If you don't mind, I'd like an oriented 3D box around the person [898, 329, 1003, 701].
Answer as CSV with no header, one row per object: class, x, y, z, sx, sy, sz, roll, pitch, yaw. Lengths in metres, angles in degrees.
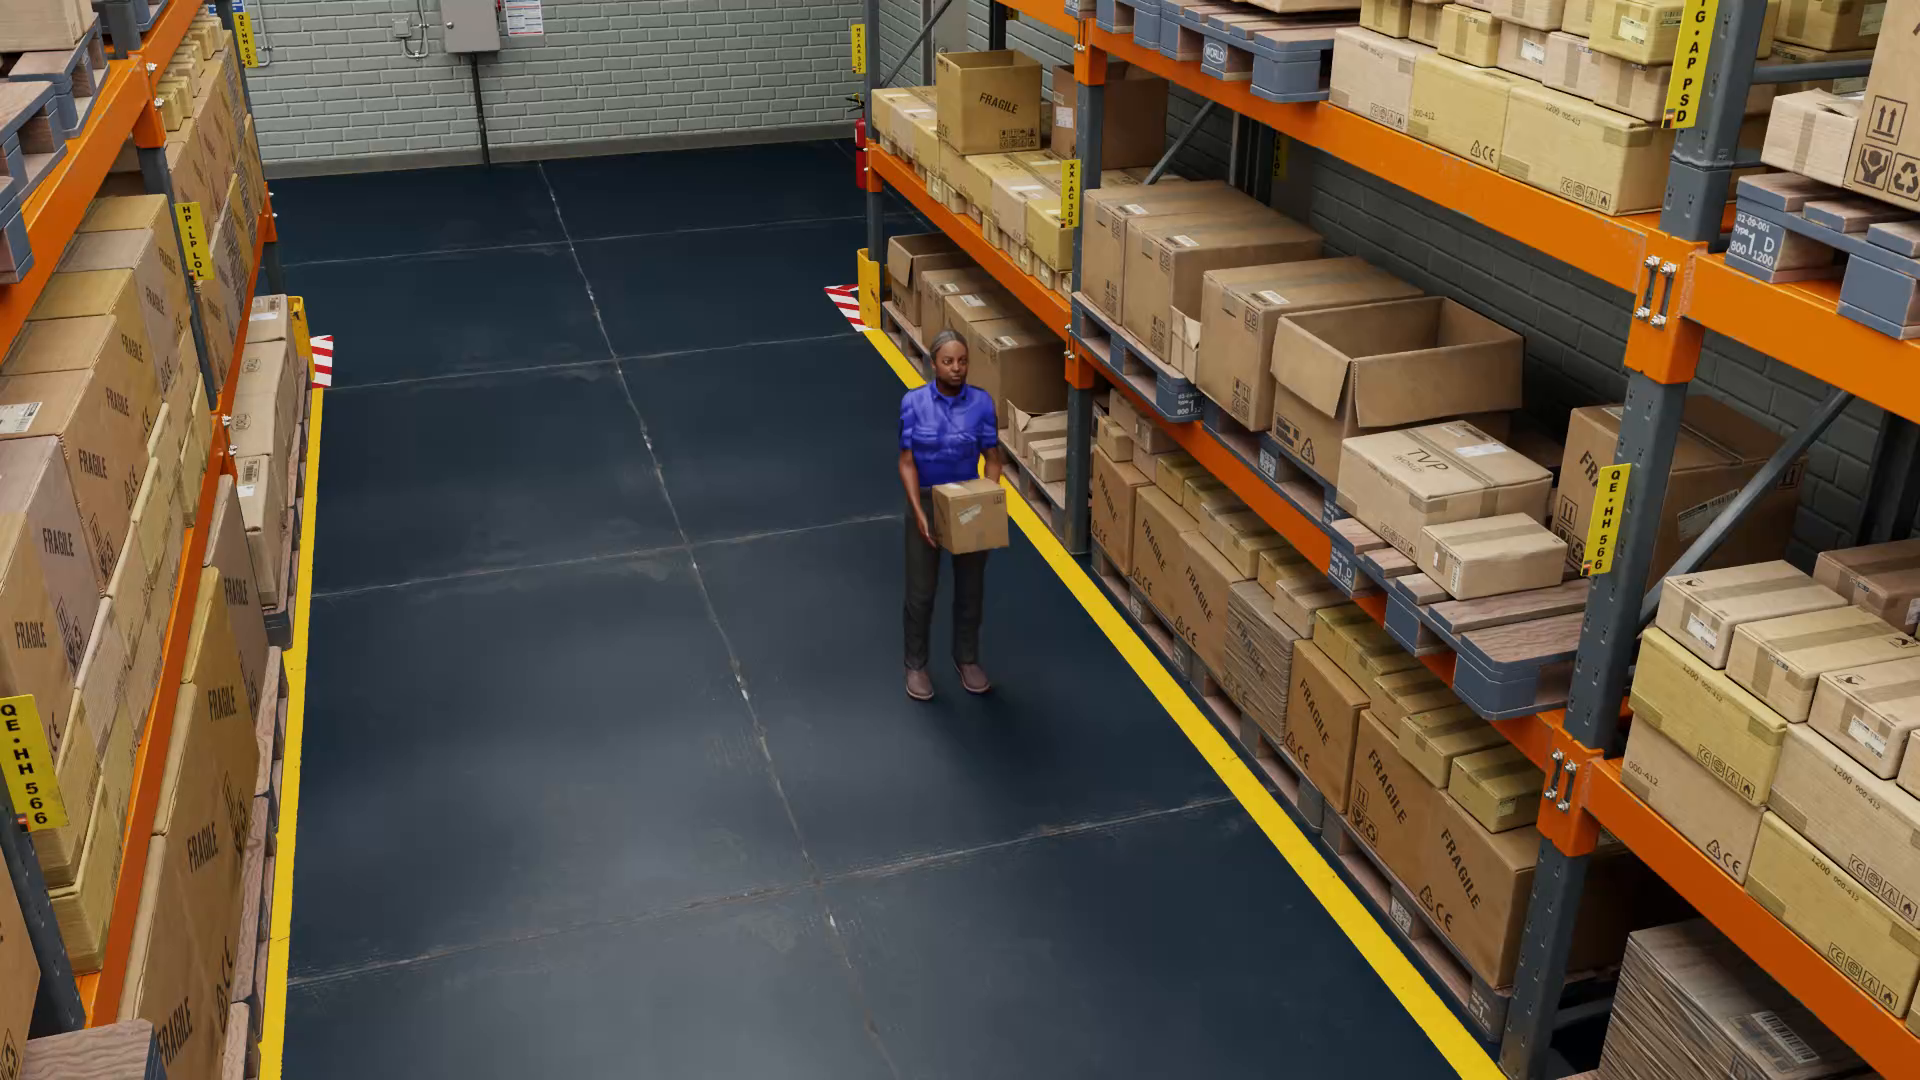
person,-0.036,-0.081,7.283,0.456,1.656,0.503,-3,27,-6
